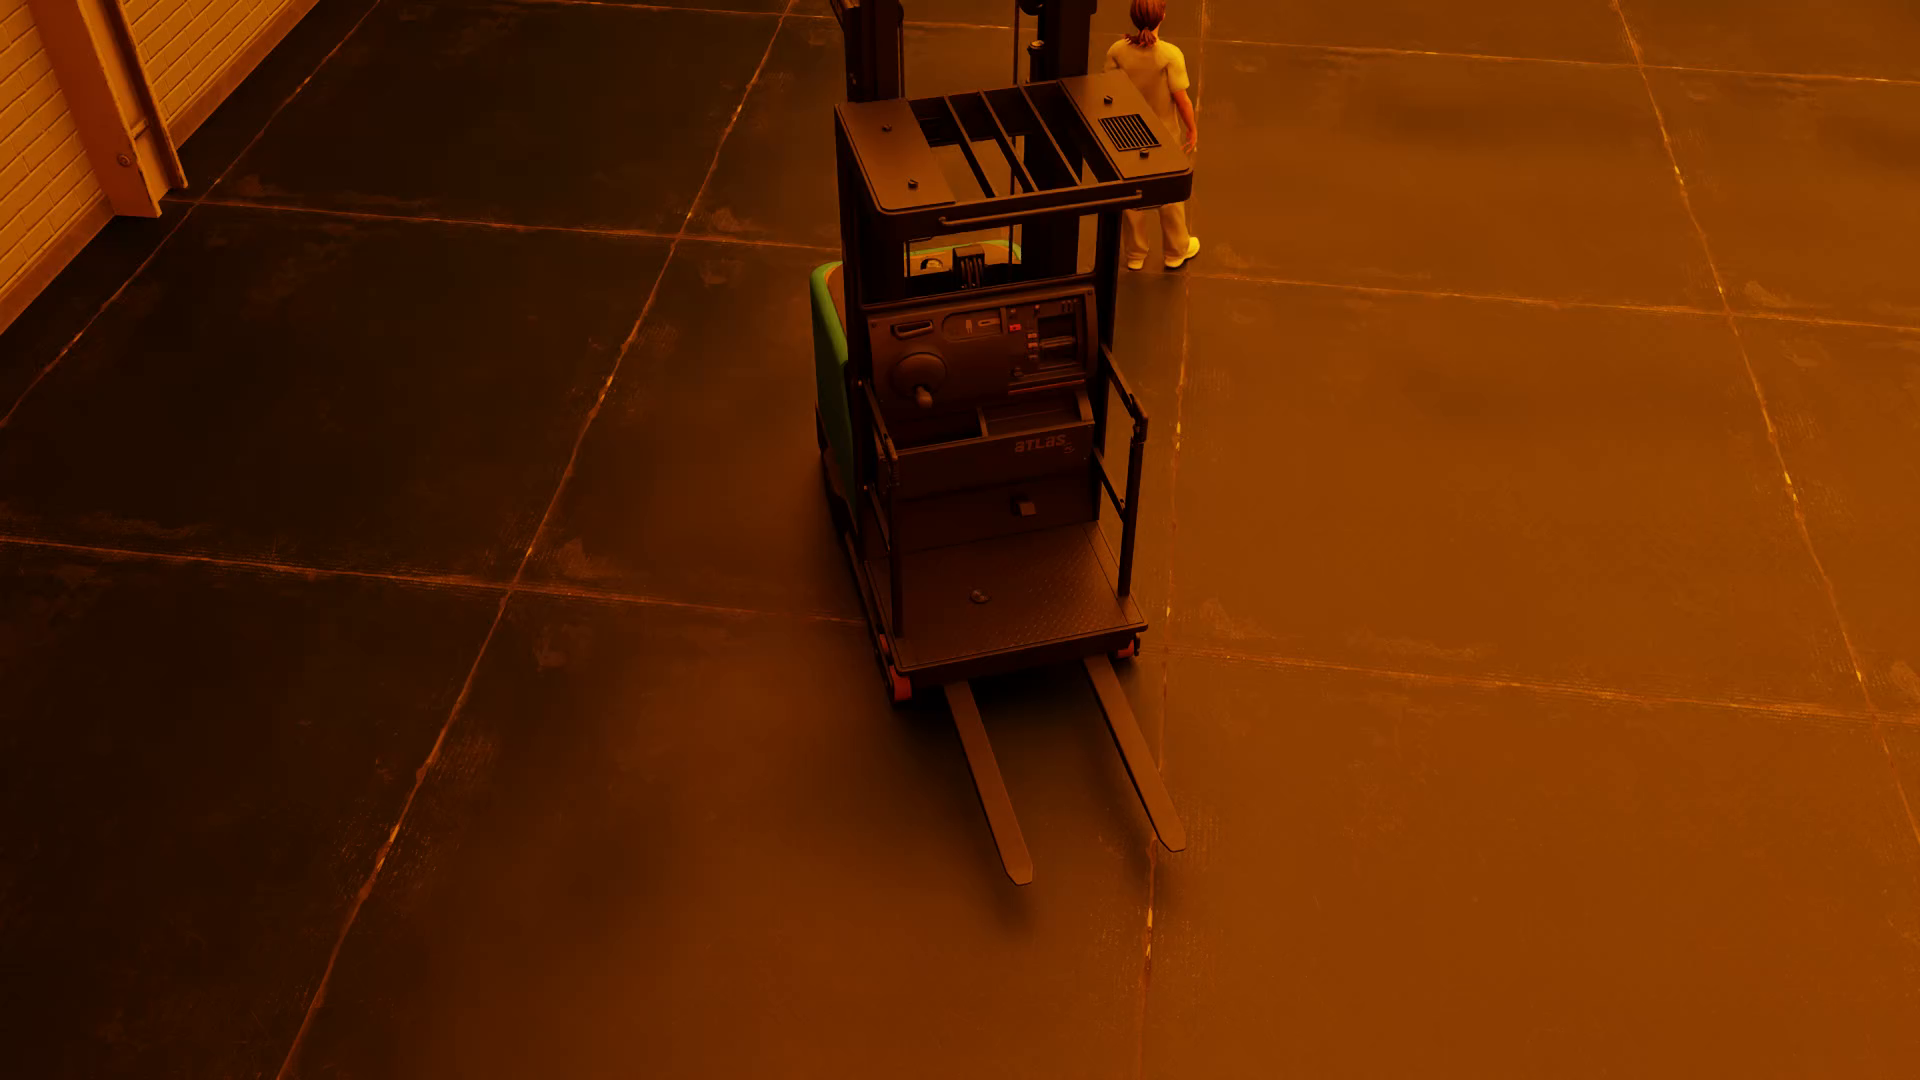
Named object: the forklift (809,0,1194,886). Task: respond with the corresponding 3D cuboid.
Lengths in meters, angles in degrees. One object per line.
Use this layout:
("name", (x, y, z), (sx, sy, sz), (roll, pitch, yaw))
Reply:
("forklift", (0.153, -0.681, 6.465), (1.130, 2.935, 3.031), (-10, 44, -11))

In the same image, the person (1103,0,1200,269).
("person", (1.055, -2.249, 9.090), (0.550, 1.672, 0.548), (18, 45, 18))
